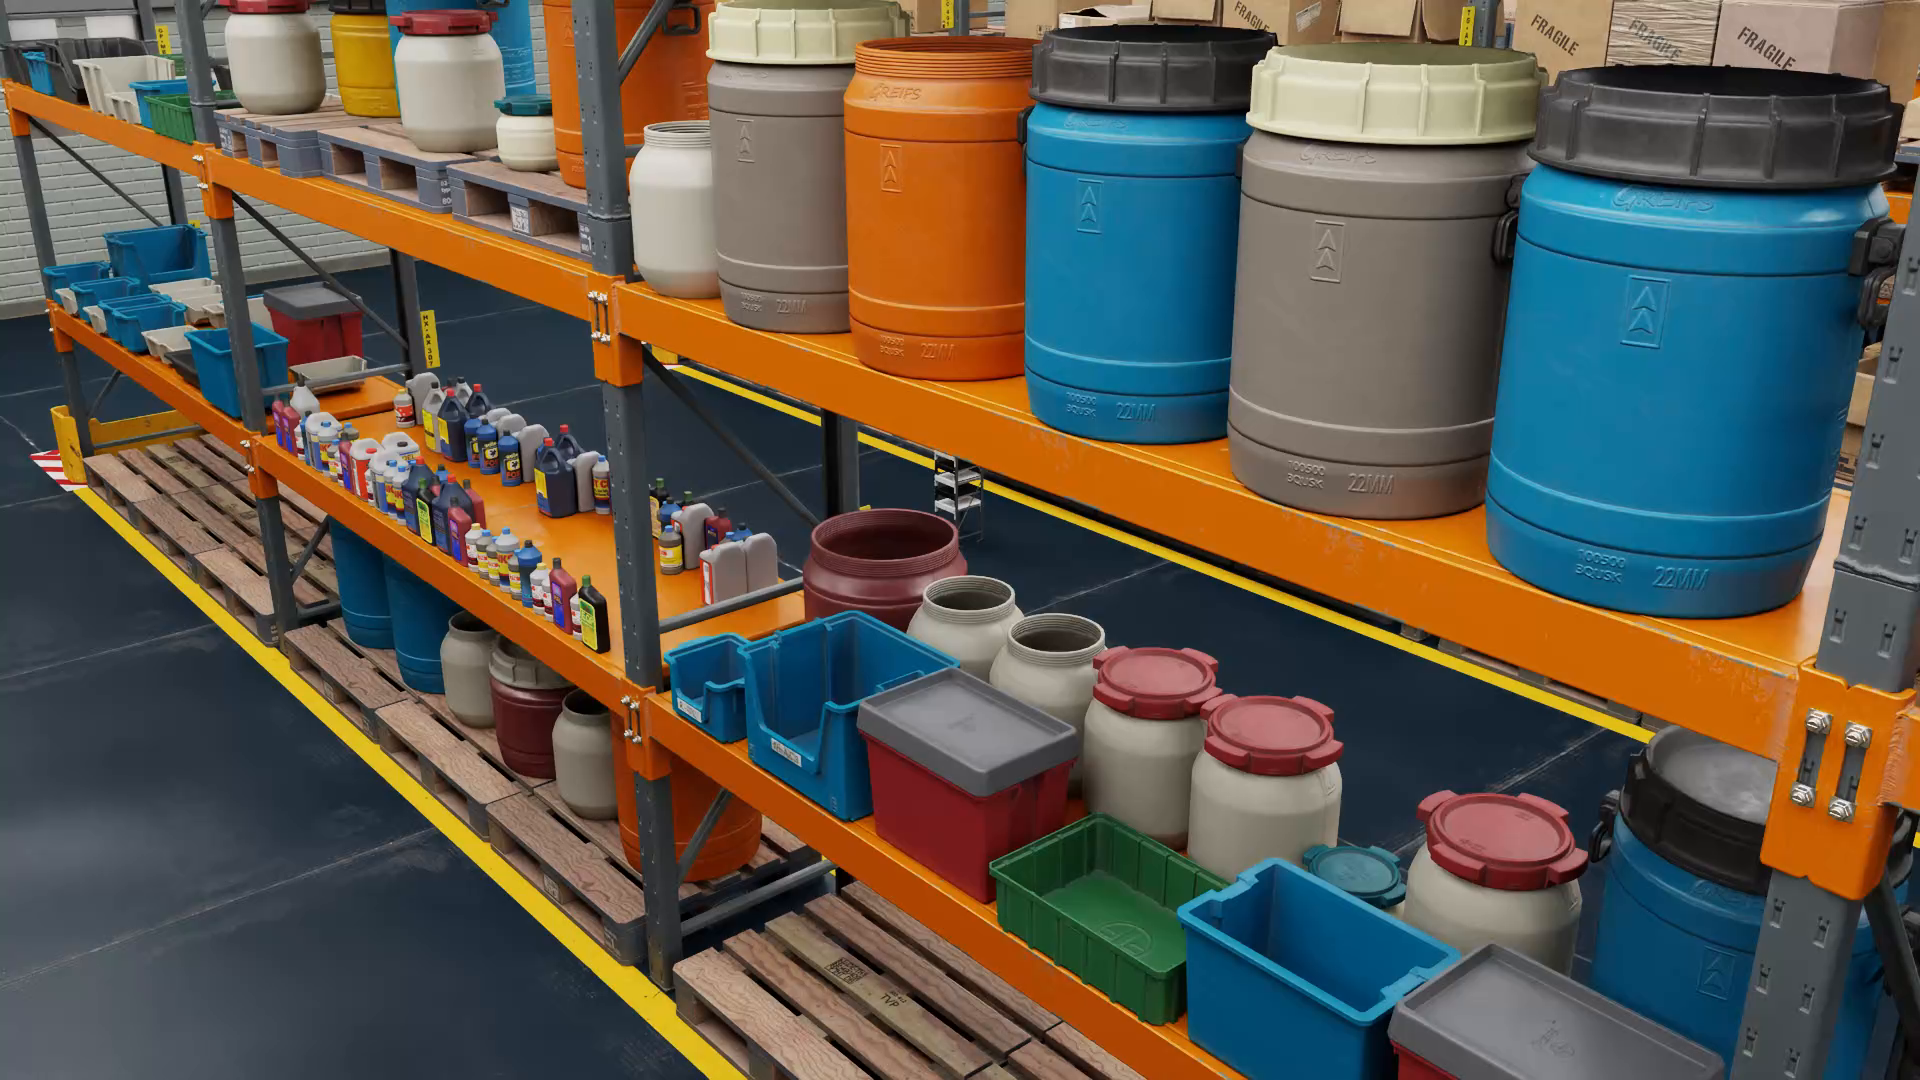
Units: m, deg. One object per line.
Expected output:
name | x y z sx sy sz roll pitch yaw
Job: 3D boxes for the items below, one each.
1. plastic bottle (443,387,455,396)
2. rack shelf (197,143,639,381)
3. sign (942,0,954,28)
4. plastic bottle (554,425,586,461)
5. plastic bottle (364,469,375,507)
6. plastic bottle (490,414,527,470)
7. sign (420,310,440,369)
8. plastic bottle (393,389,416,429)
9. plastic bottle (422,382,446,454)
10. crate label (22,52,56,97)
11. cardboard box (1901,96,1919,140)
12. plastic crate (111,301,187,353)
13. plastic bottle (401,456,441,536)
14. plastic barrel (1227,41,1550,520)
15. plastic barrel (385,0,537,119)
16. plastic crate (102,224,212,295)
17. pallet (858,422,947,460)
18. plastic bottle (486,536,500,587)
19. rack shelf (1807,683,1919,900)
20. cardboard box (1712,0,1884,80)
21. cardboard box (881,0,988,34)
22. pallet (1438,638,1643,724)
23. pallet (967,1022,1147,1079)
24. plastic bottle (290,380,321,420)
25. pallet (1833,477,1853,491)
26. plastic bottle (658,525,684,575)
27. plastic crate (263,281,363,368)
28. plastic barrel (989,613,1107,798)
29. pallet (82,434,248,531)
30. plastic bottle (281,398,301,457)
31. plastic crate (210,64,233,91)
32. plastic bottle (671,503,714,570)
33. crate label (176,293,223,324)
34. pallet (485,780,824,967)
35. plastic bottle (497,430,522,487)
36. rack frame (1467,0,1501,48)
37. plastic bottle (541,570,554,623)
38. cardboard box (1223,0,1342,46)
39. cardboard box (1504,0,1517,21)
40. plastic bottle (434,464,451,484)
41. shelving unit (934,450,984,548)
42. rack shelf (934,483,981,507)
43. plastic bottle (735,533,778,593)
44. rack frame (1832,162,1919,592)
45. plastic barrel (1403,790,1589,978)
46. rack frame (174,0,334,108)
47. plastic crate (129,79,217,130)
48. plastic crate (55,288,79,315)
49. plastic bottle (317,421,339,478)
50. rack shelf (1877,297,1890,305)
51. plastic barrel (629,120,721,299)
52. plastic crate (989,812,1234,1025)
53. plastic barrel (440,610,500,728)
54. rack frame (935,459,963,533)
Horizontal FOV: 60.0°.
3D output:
plastic bottle | -2.675 -0.680 8.776 0.152 0.276 0.135 -17 27 -37
rack shelf | -2.110 -1.379 7.266 1.077 0.370 4.000 -17 27 -37
sign | -0.082 -3.591 11.109 0.100 0.325 0.005 -17 27 -37
plastic bottle | -1.848 -0.367 7.875 0.144 0.351 0.185 -17 27 -37
plastic bottle | -2.742 -0.265 7.819 0.097 0.201 0.097 0 21 0
plastic bottle | -2.258 -0.503 8.325 0.152 0.276 0.135 -17 27 -37
sign | -2.997 -1.129 9.375 0.100 0.325 0.005 -17 27 -37
plastic bottle | -2.995 -0.711 8.958 0.097 0.201 0.097 0 21 0
plastic bottle | -2.677 -0.637 8.564 0.144 0.351 0.185 -17 27 -37
crate label | -5.669 -2.971 10.547 0.408 0.251 0.502 -17 27 -37
cardboard box | 4.259 -1.817 7.141 0.380 0.166 0.250 -18 28 -39
plastic crate | -5.059 -1.332 10.419 0.416 0.233 0.300 -17 27 -37
plastic bottle | -2.418 -0.210 7.474 0.144 0.351 0.185 -17 27 -37
plastic barrel | 0.883 -0.560 3.499 0.600 0.901 0.600 0 21 0
plastic barrel | -2.185 -2.261 7.267 0.600 0.901 0.708 -17 27 -37
plastic crate | -5.666 -1.972 11.774 0.616 0.435 0.499 -17 27 -37
pallet | -0.100 -0.980 13.195 1.003 0.211 1.213 -17 27 -37
plastic bottle | -1.921 0.083 6.932 0.097 0.201 0.097 0 21 0
rack shelf | 3.112 0.831 1.623 1.077 0.370 4.000 -17 27 -37
cardboard box | 3.722 -2.151 7.427 0.500 0.500 0.500 -18 28 -39
cardboard box | -0.219 -3.936 11.958 0.700 0.500 0.500 -19 29 -40
pallet | 3.457 0.571 9.238 1.003 0.211 1.213 -17 27 -37
pallet | 0.464 2.094 5.349 1.003 0.211 1.213 -17 27 -37
plastic bottle | -3.405 -0.662 8.628 0.144 0.351 0.185 -17 27 -37
pallet | 4.271 -0.318 7.945 1.003 0.211 1.213 -17 27 -37
plastic bottle | -1.226 0.038 7.046 0.097 0.201 0.097 0 21 0
plastic crate | -3.808 -1.234 9.852 0.402 0.464 0.583 -17 27 -37
plastic barrel | 0.304 0.533 5.358 0.421 0.512 0.421 0 21 0
pallet | -5.517 -0.440 11.817 1.003 0.211 1.213 -17 27 -37
plastic bottle | -3.412 -0.576 8.502 0.061 0.283 0.133 -17 27 -37
plastic crate | -4.018 -2.614 9.612 0.497 0.269 0.590 -17 27 -37
plastic bottle | -1.144 -0.032 7.122 0.152 0.276 0.135 -17 27 -37
crate label | -4.978 -1.544 11.091 0.396 0.136 0.243 -17 27 -37
pallet | -1.350 1.325 7.310 1.003 0.211 1.213 -17 27 -37
plastic bottle | -2.189 -0.402 8.074 0.097 0.271 0.097 0 21 0
rack frame | 2.948 -3.737 8.187 1.000 3.000 0.127 -17 27 -37
plastic bottle | -1.604 0.217 6.589 0.097 0.201 0.097 0 21 0
cardboard box | 1.865 -2.952 9.581 0.500 0.500 0.500 -16 26 -35
cardboard box | 4.576 -4.460 13.691 0.500 0.311 0.500 -18 28 -38
plastic bottle | -2.355 -0.214 7.593 0.097 0.271 0.097 0 21 0
shelving unit | -0.005 -0.421 10.826 0.258 0.900 0.210 -17 27 -37
rack shelf | -0.005 -0.306 10.871 0.258 0.077 0.200 -17 27 -37
plastic bottle | -0.842 0.096 6.795 0.152 0.276 0.135 -17 27 -37
rack frame | 1.807 -1.453 2.355 1.000 3.000 0.127 -17 27 -37
plastic barrel | 1.348 0.960 4.233 0.433 0.535 0.433 0 21 0
rack frame | -3.415 -3.664 7.999 1.000 3.000 0.127 -17 27 -37
plastic crate | -4.251 -2.364 9.024 0.416 0.233 0.300 -17 27 -37
plastic crate | -5.968 -1.626 11.301 0.250 0.136 0.298 -17 27 -37
plastic bottle | -3.108 -0.452 8.201 0.097 0.271 0.097 0 21 0
rack shelf | 8.077 -1.209 10.945 1.077 0.370 4.000 -17 27 -37
plastic barrel | -0.834 -1.055 5.298 0.421 0.512 0.421 0 21 0
plastic crate | 0.456 1.025 4.545 0.450 0.188 0.662 -17 27 -37
plastic barrel | -2.310 0.620 8.124 0.421 0.512 0.421 0 21 0
rack frame | -0.072 -0.449 10.897 0.240 0.900 0.006 -17 27 -37
